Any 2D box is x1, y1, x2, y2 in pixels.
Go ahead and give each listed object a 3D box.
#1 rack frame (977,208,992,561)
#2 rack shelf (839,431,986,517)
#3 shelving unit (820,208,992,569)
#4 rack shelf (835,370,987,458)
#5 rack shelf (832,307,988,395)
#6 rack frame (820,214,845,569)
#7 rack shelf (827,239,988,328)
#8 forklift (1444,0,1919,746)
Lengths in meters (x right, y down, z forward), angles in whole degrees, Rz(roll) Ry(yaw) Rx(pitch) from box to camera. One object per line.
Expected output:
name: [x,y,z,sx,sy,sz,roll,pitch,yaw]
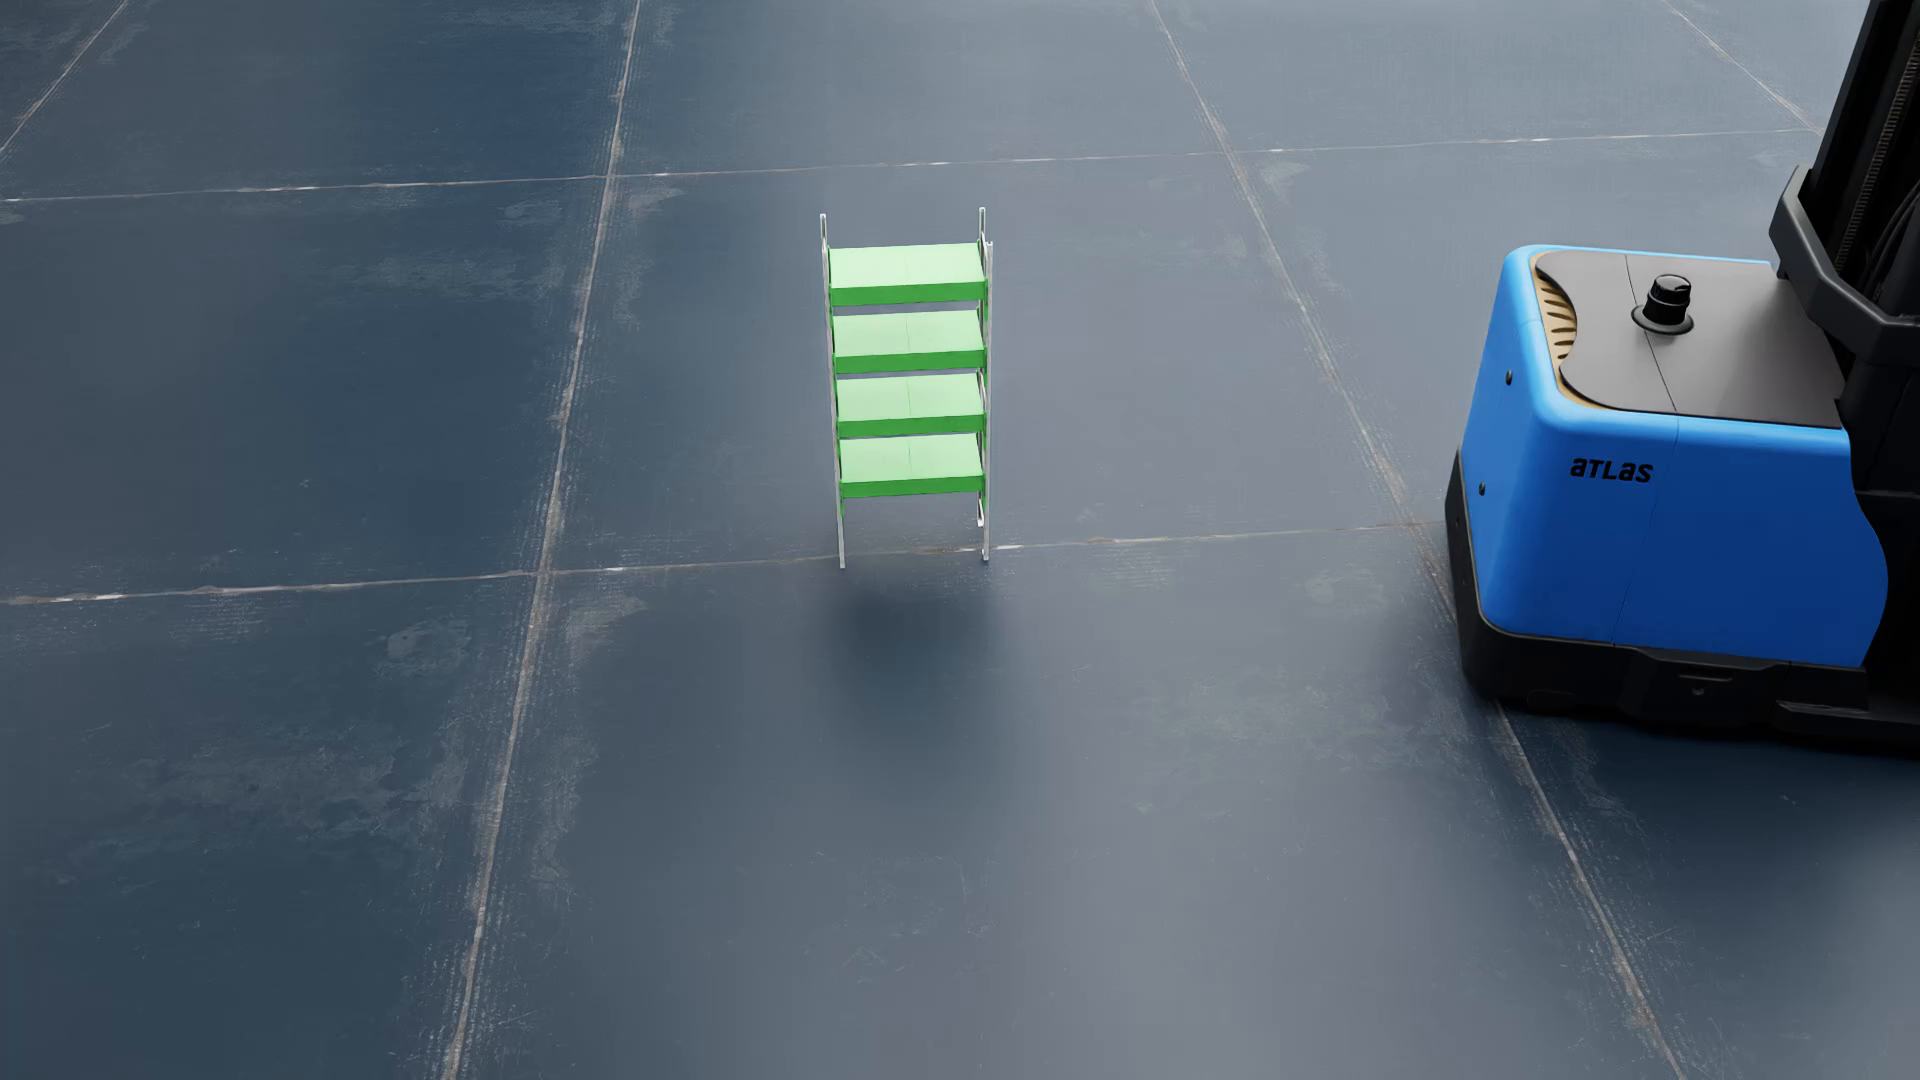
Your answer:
rack frame: [0.078,-0.475,5.384,0.015,1.200,0.240,-3,38,-4]
rack shelf: [-0.165,-0.223,5.555,0.480,0.148,0.258,-3,38,-4]
shelving unit: [-0.165,-0.462,5.367,0.503,1.200,0.258,-3,38,-4]
rack shelf: [-0.165,-0.412,5.406,0.480,0.148,0.258,-3,38,-4]
rack shelf: [-0.165,-0.600,5.258,0.480,0.148,0.258,-3,38,-4]
rack frame: [-0.408,-0.449,5.350,0.015,1.200,0.240,-3,38,-4]
rack shelf: [-0.165,-0.789,5.109,0.480,0.148,0.258,-3,38,-4]
forklift: [3.115,-0.806,4.405,3.031,2.935,1.130,6,39,7]
